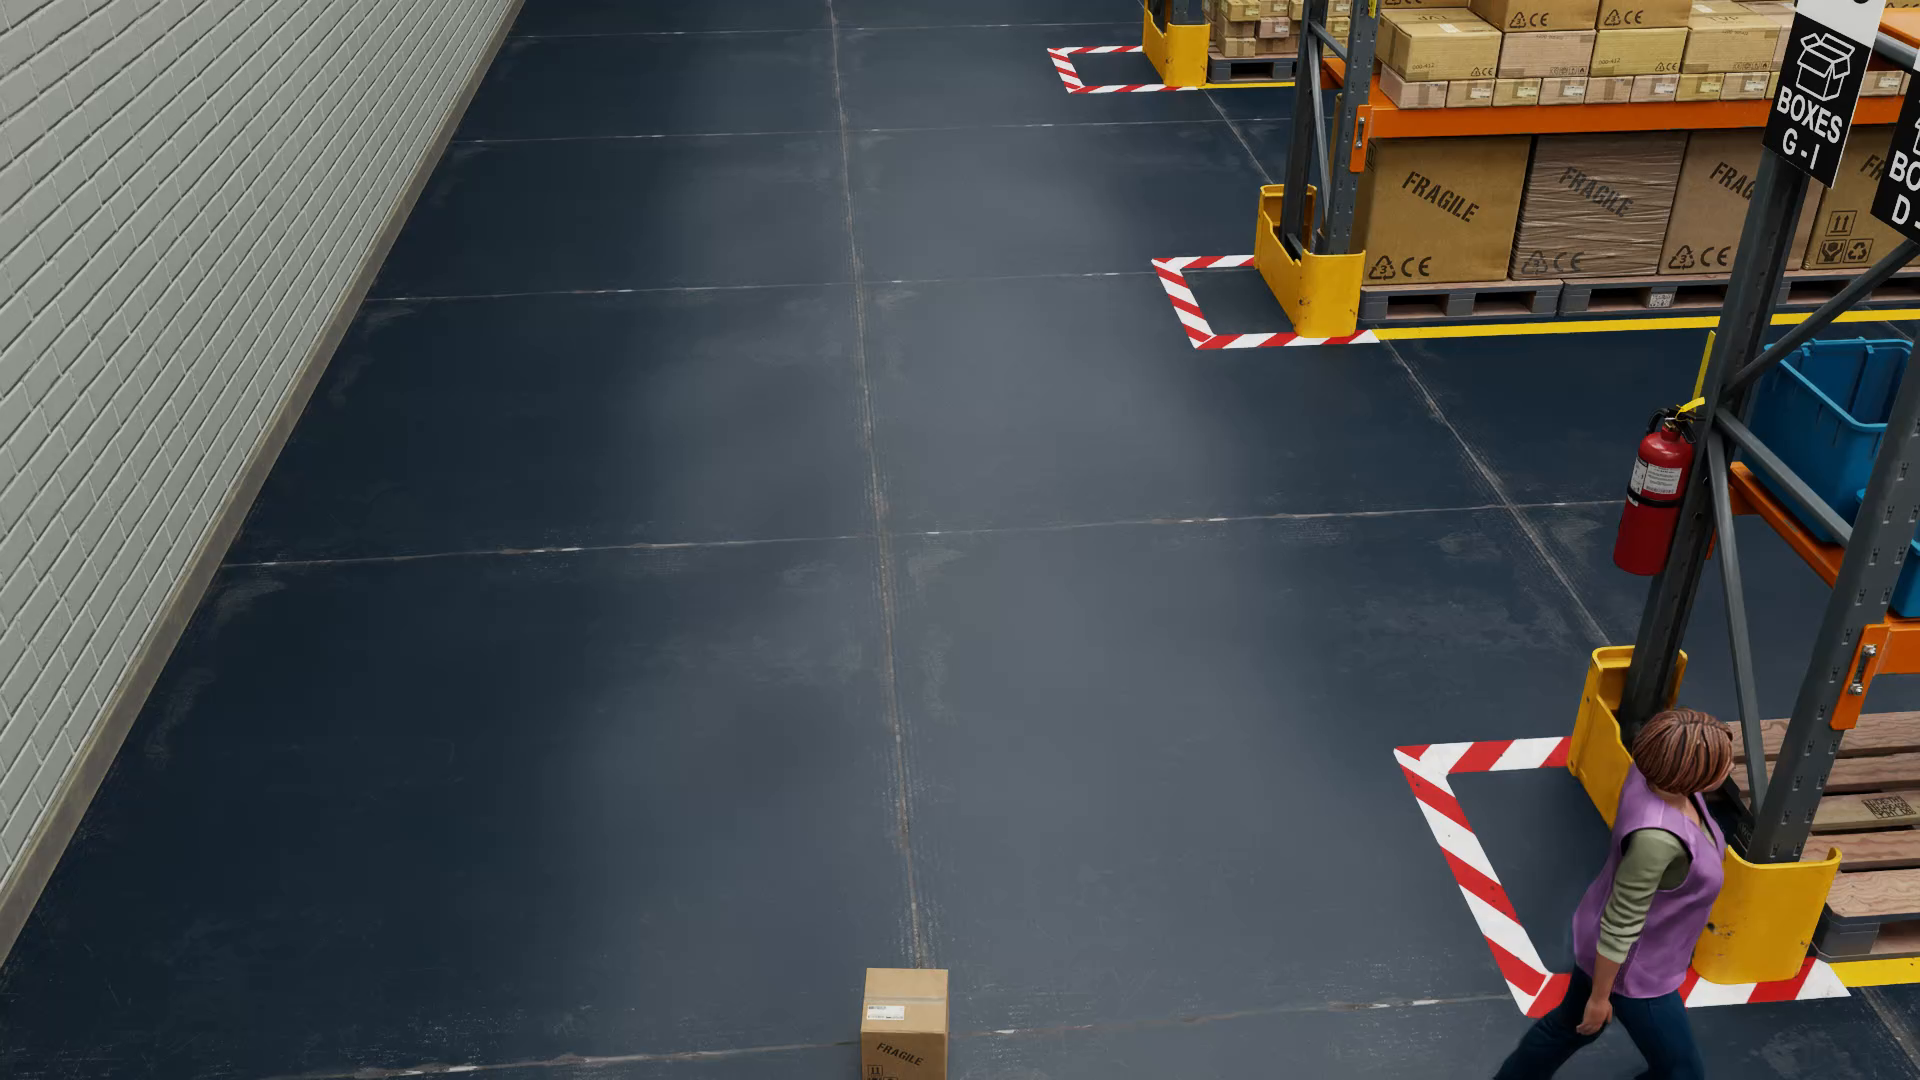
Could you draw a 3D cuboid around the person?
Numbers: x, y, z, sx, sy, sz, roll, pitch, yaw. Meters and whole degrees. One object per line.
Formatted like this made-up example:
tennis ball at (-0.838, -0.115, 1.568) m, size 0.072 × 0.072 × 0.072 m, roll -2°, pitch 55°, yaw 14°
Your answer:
person at (1.758, 1.106, 4.365) m, size 0.552 × 1.639 × 0.452 m, roll 10°, pitch 33°, yaw 15°
